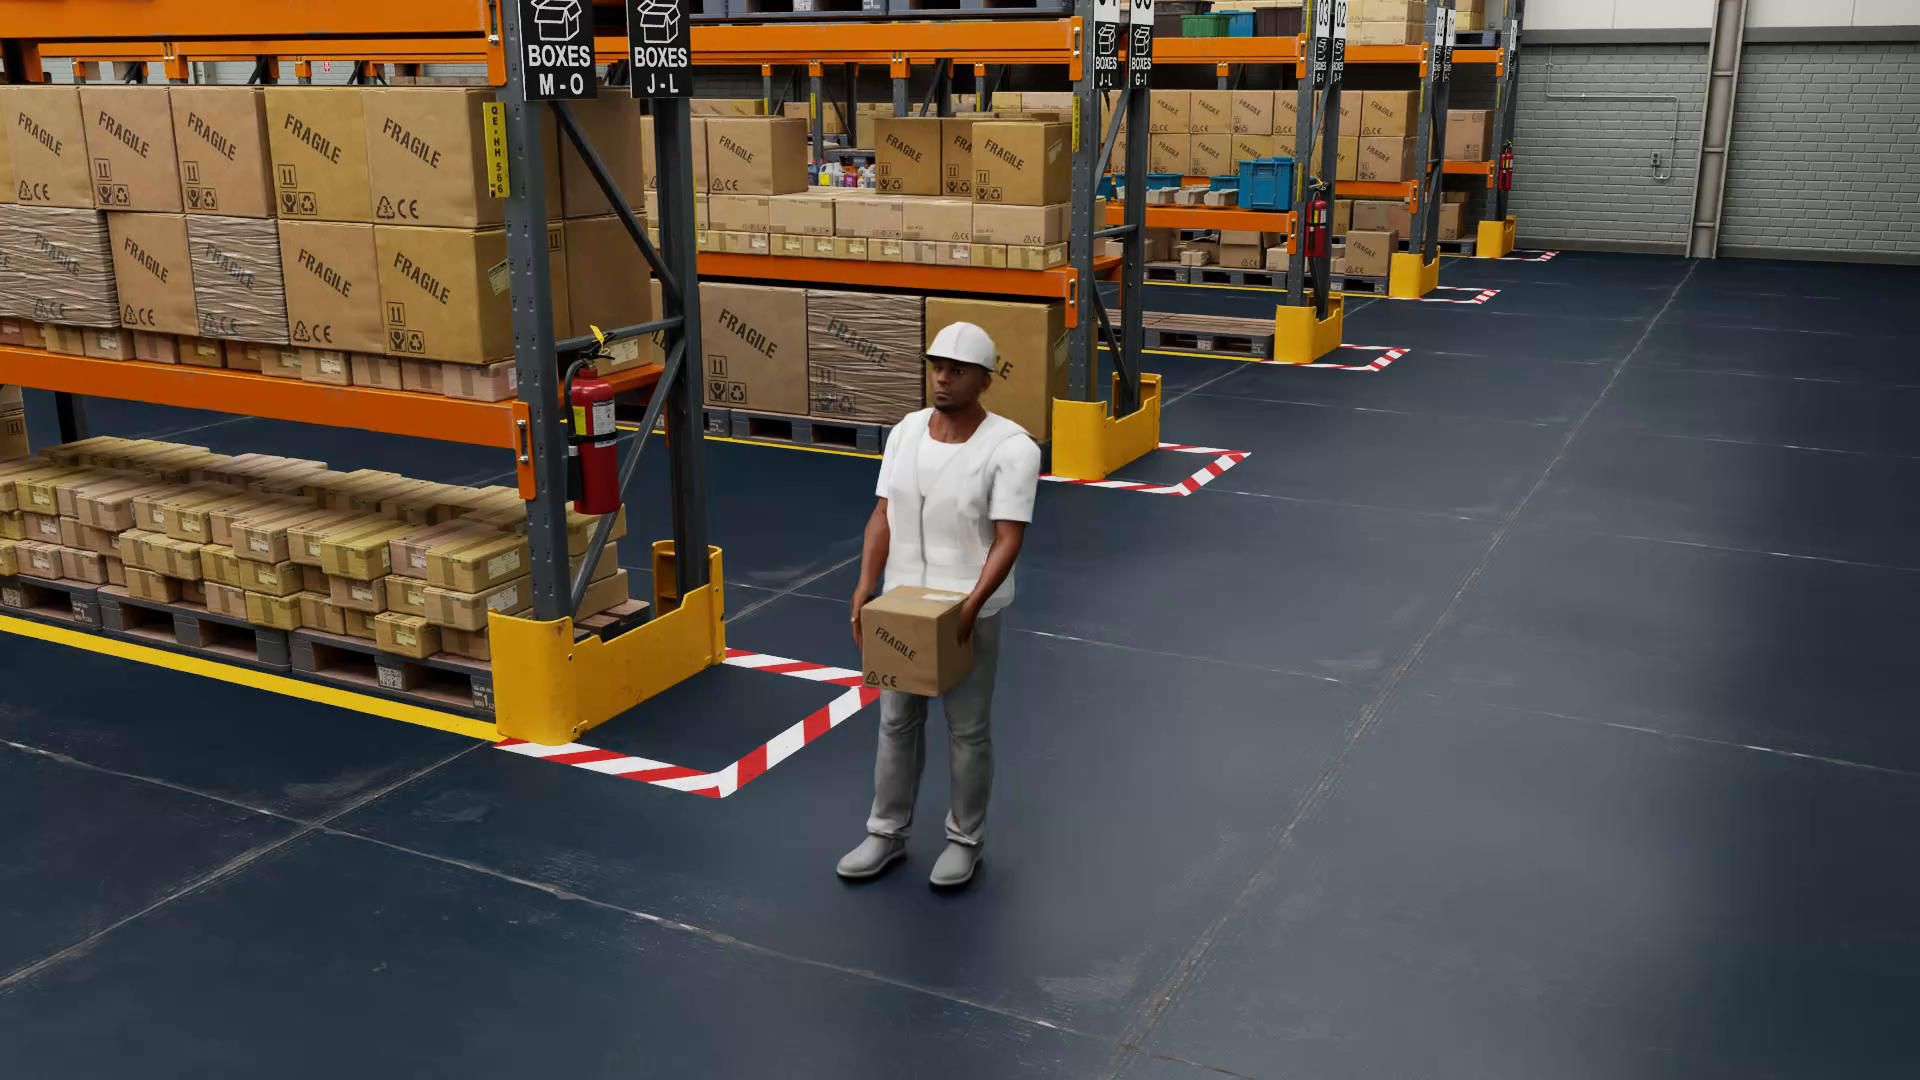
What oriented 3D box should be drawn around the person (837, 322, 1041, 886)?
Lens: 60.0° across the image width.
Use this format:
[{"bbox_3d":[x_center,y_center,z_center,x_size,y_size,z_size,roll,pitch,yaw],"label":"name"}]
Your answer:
[{"bbox_3d":[-0.063,0.216,5.190,0.559,1.772,0.515,9,18,29],"label":"person"}]
